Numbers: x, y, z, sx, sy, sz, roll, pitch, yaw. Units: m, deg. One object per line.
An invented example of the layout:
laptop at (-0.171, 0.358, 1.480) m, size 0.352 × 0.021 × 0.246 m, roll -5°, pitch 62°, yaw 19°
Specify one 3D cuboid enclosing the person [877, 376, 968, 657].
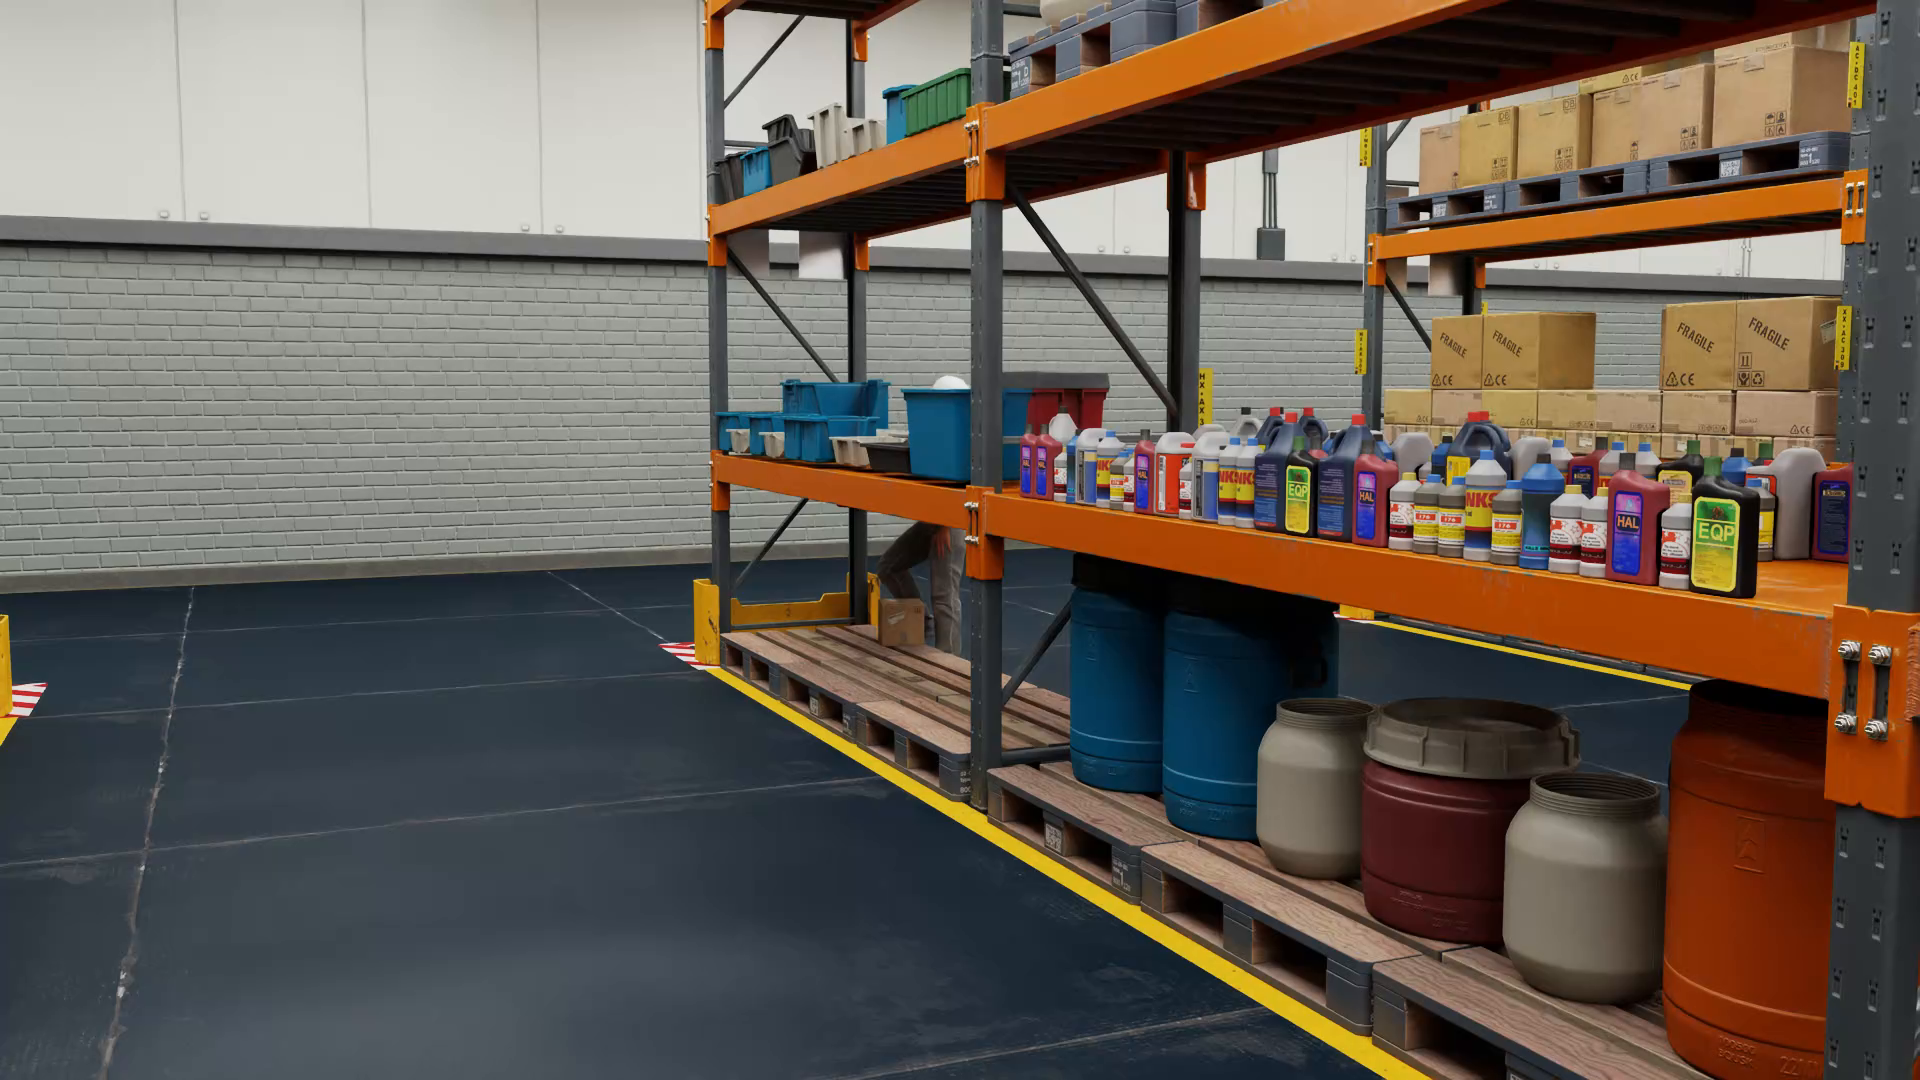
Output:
person at (-0.178, -0.079, 9.839) m, size 0.613 × 1.777 × 0.624 m, roll -1°, pitch 5°, yaw -7°
